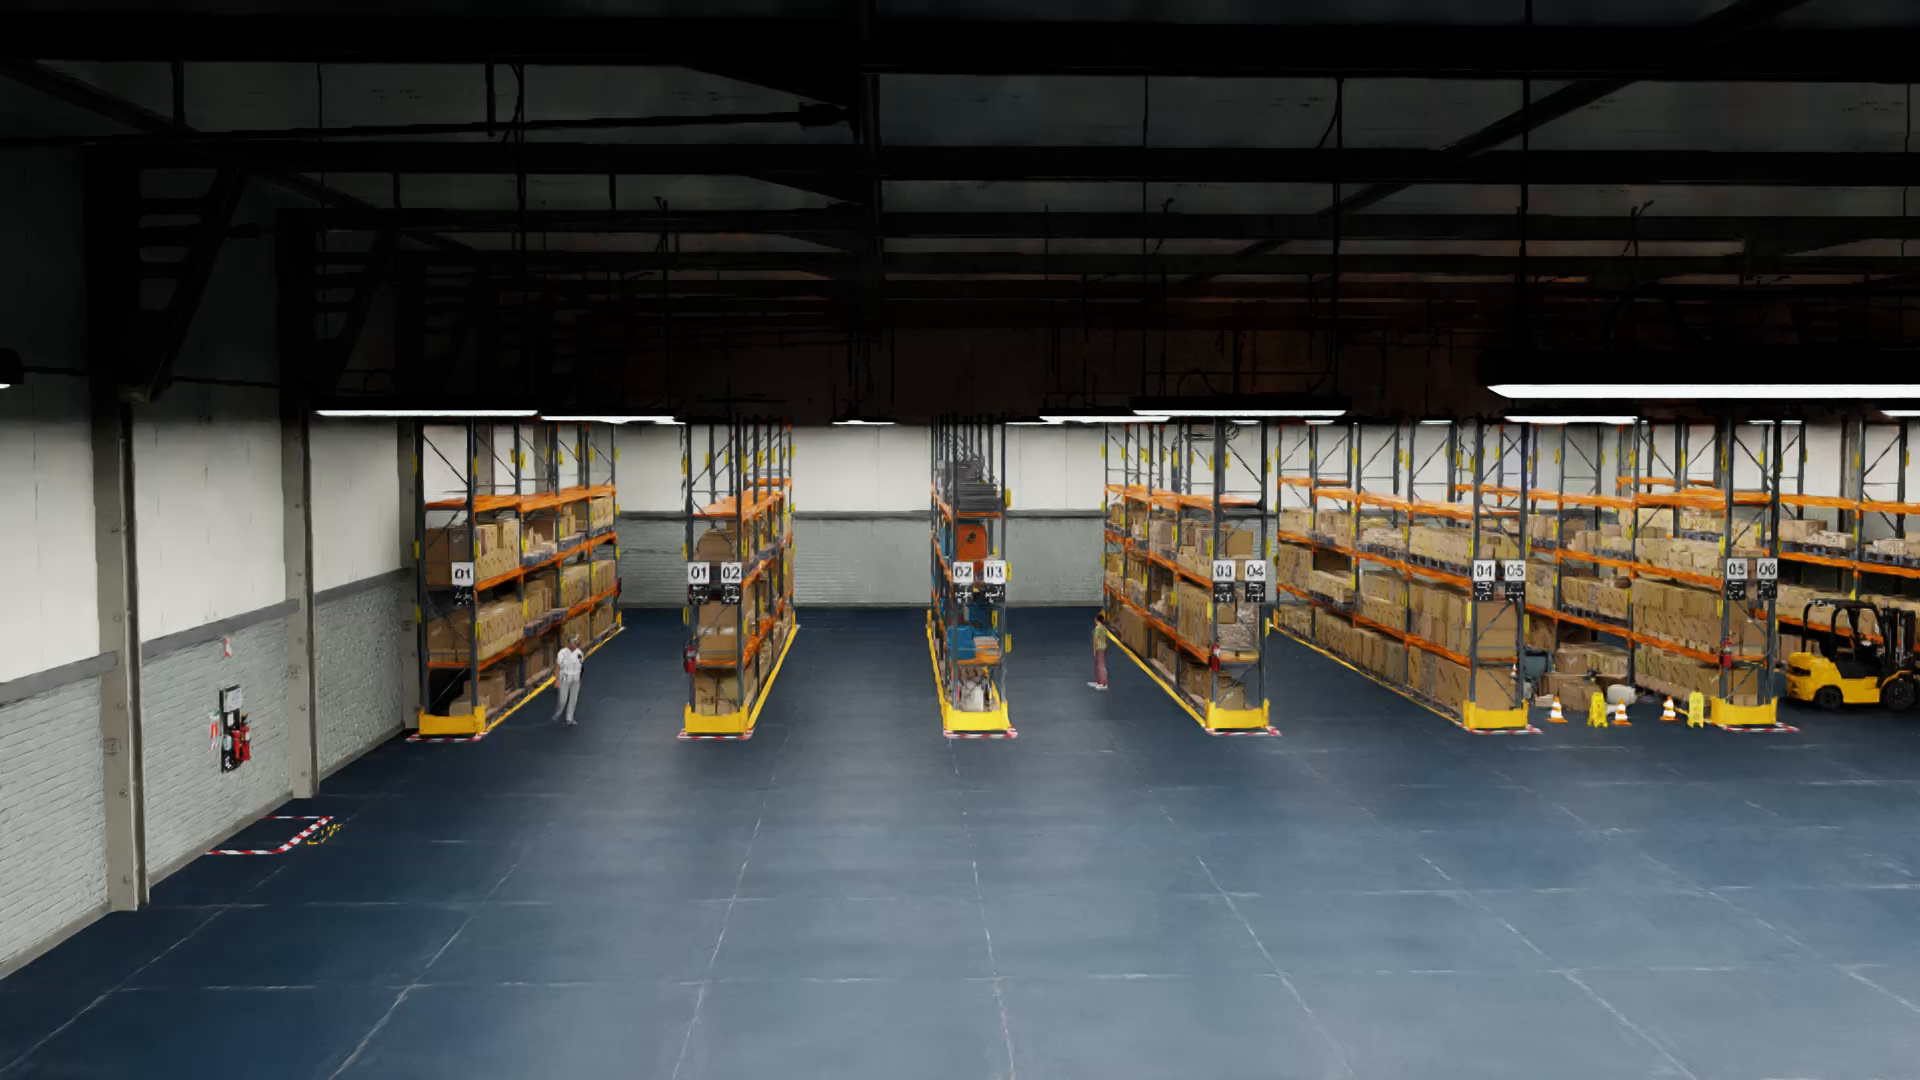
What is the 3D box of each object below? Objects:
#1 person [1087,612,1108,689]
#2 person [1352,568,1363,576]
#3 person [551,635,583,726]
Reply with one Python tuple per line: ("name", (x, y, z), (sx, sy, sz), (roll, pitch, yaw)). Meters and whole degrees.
("person", (3.020, 2.396, 36.387), (0.564, 1.666, 0.560), (2, 4, 25))
("person", (11.824, 1.521, 49.719), (0.607, 1.653, 0.655), (4, 5, 44))
("person", (-7.549, 2.682, 31.948), (0.598, 1.741, 0.560), (-3, 5, -39))
